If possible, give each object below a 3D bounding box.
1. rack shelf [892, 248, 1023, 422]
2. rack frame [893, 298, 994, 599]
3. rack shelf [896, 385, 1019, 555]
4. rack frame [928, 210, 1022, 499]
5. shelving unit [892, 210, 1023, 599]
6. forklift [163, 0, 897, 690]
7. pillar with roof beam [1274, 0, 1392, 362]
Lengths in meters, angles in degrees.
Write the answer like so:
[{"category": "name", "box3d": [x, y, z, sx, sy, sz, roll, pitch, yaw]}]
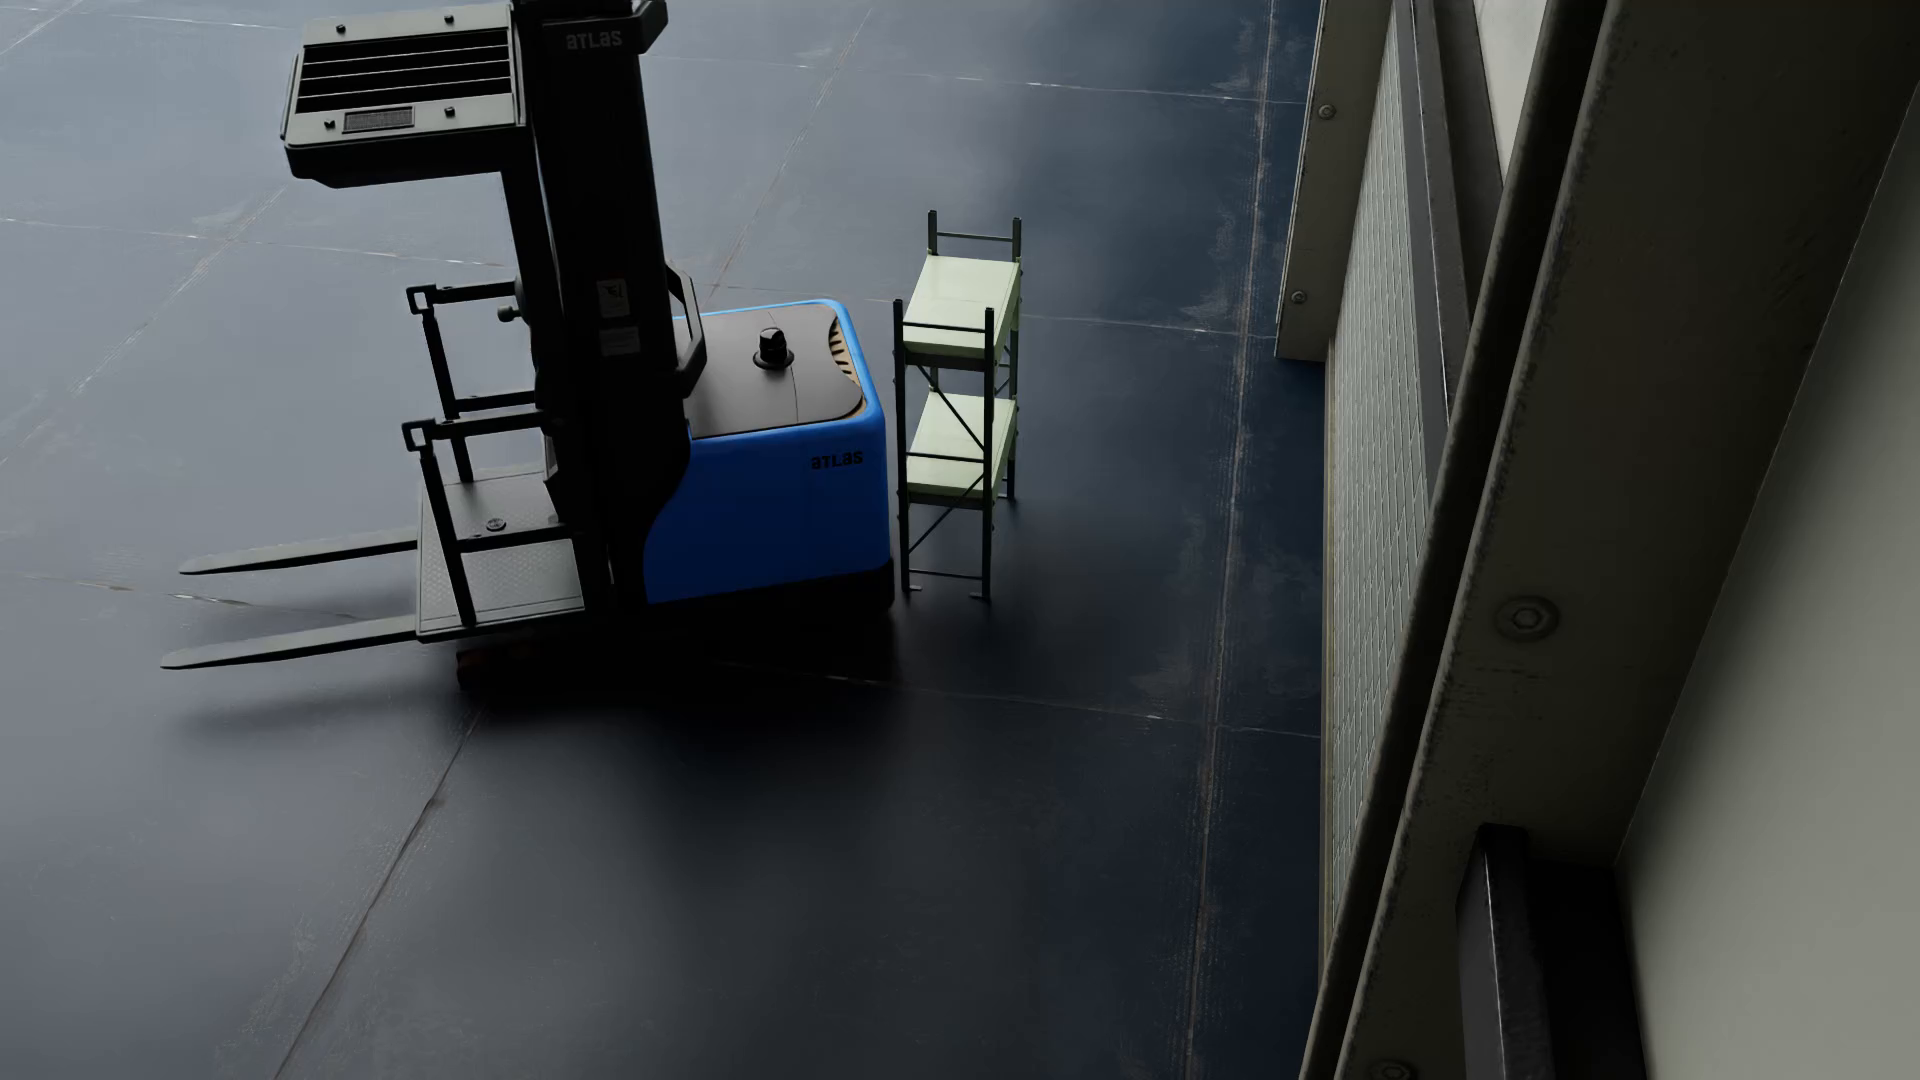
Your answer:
[{"category": "rack shelf", "box3d": [-0.001, -0.875, 7.018, 0.431, 0.370, 0.720, 6, 40, 8]}, {"category": "rack frame", "box3d": [-0.064, -0.344, 6.989, 0.400, 1.500, 0.023, 6, 40, 8]}, {"category": "rack shelf", "box3d": [-0.001, -0.323, 7.475, 0.431, 0.370, 0.720, 6, 40, 8]}, {"category": "rack frame", "box3d": [0.062, -0.804, 7.545, 0.400, 1.500, 0.023, 6, 40, 8]}, {"category": "shelving unit", "box3d": [-0.001, -0.574, 7.267, 0.431, 1.500, 0.755, 6, 40, 8]}, {"category": "forklift", "box3d": [-1.853, -0.871, 6.503, 3.031, 2.935, 1.130, -9, 40, -10]}, {"category": "pillar with roof beam", "box3d": [-2.364, -5.033, 6.776, 9.100, 9.000, 0.400, 6, 40, 8]}]
